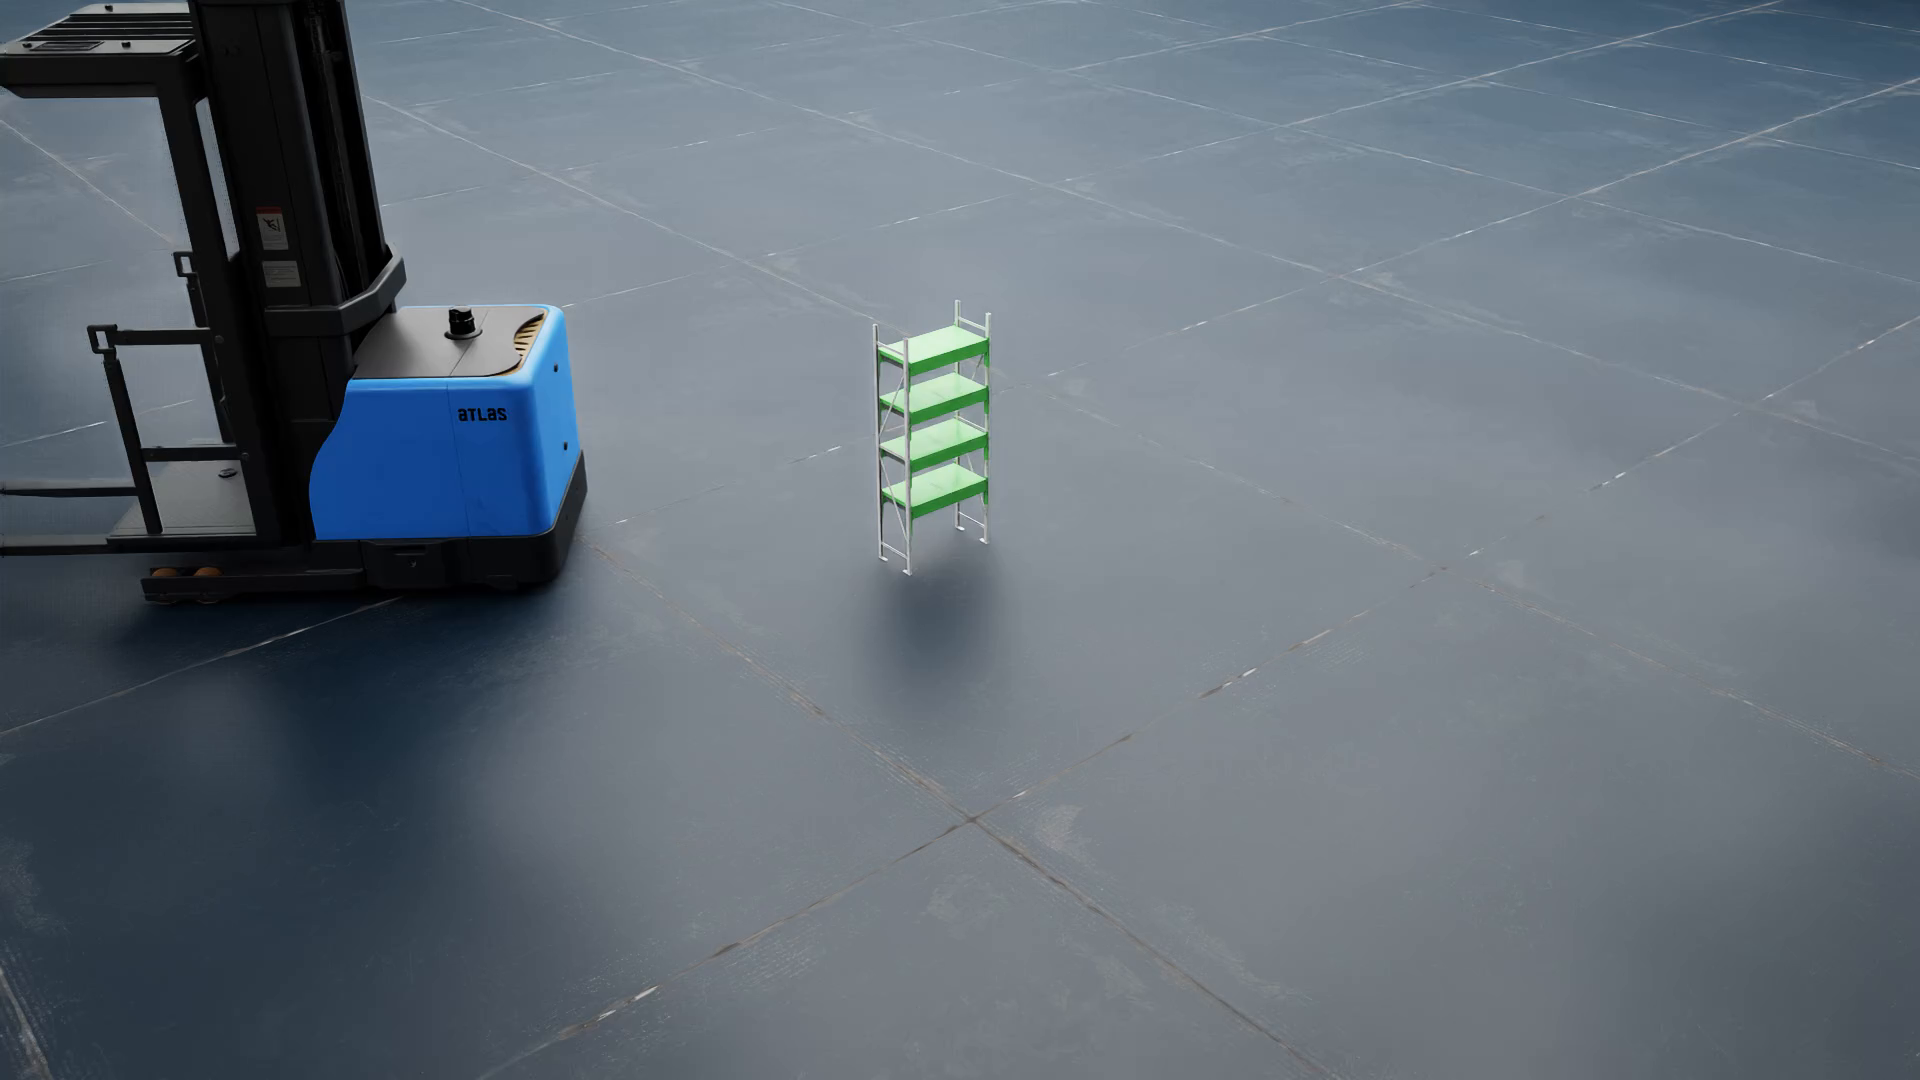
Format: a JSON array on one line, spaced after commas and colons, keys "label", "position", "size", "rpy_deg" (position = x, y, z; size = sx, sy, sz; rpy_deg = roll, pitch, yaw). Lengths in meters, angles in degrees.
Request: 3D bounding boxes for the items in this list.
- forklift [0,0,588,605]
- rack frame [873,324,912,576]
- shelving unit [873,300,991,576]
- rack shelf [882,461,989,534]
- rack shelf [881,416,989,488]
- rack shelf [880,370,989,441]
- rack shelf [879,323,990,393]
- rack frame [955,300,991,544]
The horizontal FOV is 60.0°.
[{"label": "forklift", "position": [-3.412, -1.249, 7.477], "size": [3.031, 2.935, 1.130], "rpy_deg": [-1, 28, -2]}, {"label": "rack frame", "position": [-0.312, -0.404, 7.733], "size": [0.015, 1.200, 0.240], "rpy_deg": [-22, 35, -35]}, {"label": "shelving unit", "position": [-0.126, -0.479, 7.872], "size": [0.503, 1.200, 0.258], "rpy_deg": [-22, 35, -35]}, {"label": "rack shelf", "position": [-0.126, -0.211, 8.016], "size": [0.480, 0.148, 0.258], "rpy_deg": [-22, 35, -35]}, {"label": "rack shelf", "position": [-0.126, -0.422, 7.903], "size": [0.480, 0.148, 0.258], "rpy_deg": [-22, 35, -35]}, {"label": "rack shelf", "position": [-0.126, -0.634, 7.789], "size": [0.480, 0.148, 0.258], "rpy_deg": [-22, 35, -35]}, {"label": "rack shelf", "position": [-0.126, -0.846, 7.676], "size": [0.480, 0.148, 0.258], "rpy_deg": [-22, 35, -35]}, {"label": "rack frame", "position": [0.060, -0.553, 8.012], "size": [0.015, 1.200, 0.240], "rpy_deg": [-22, 35, -35]}]
